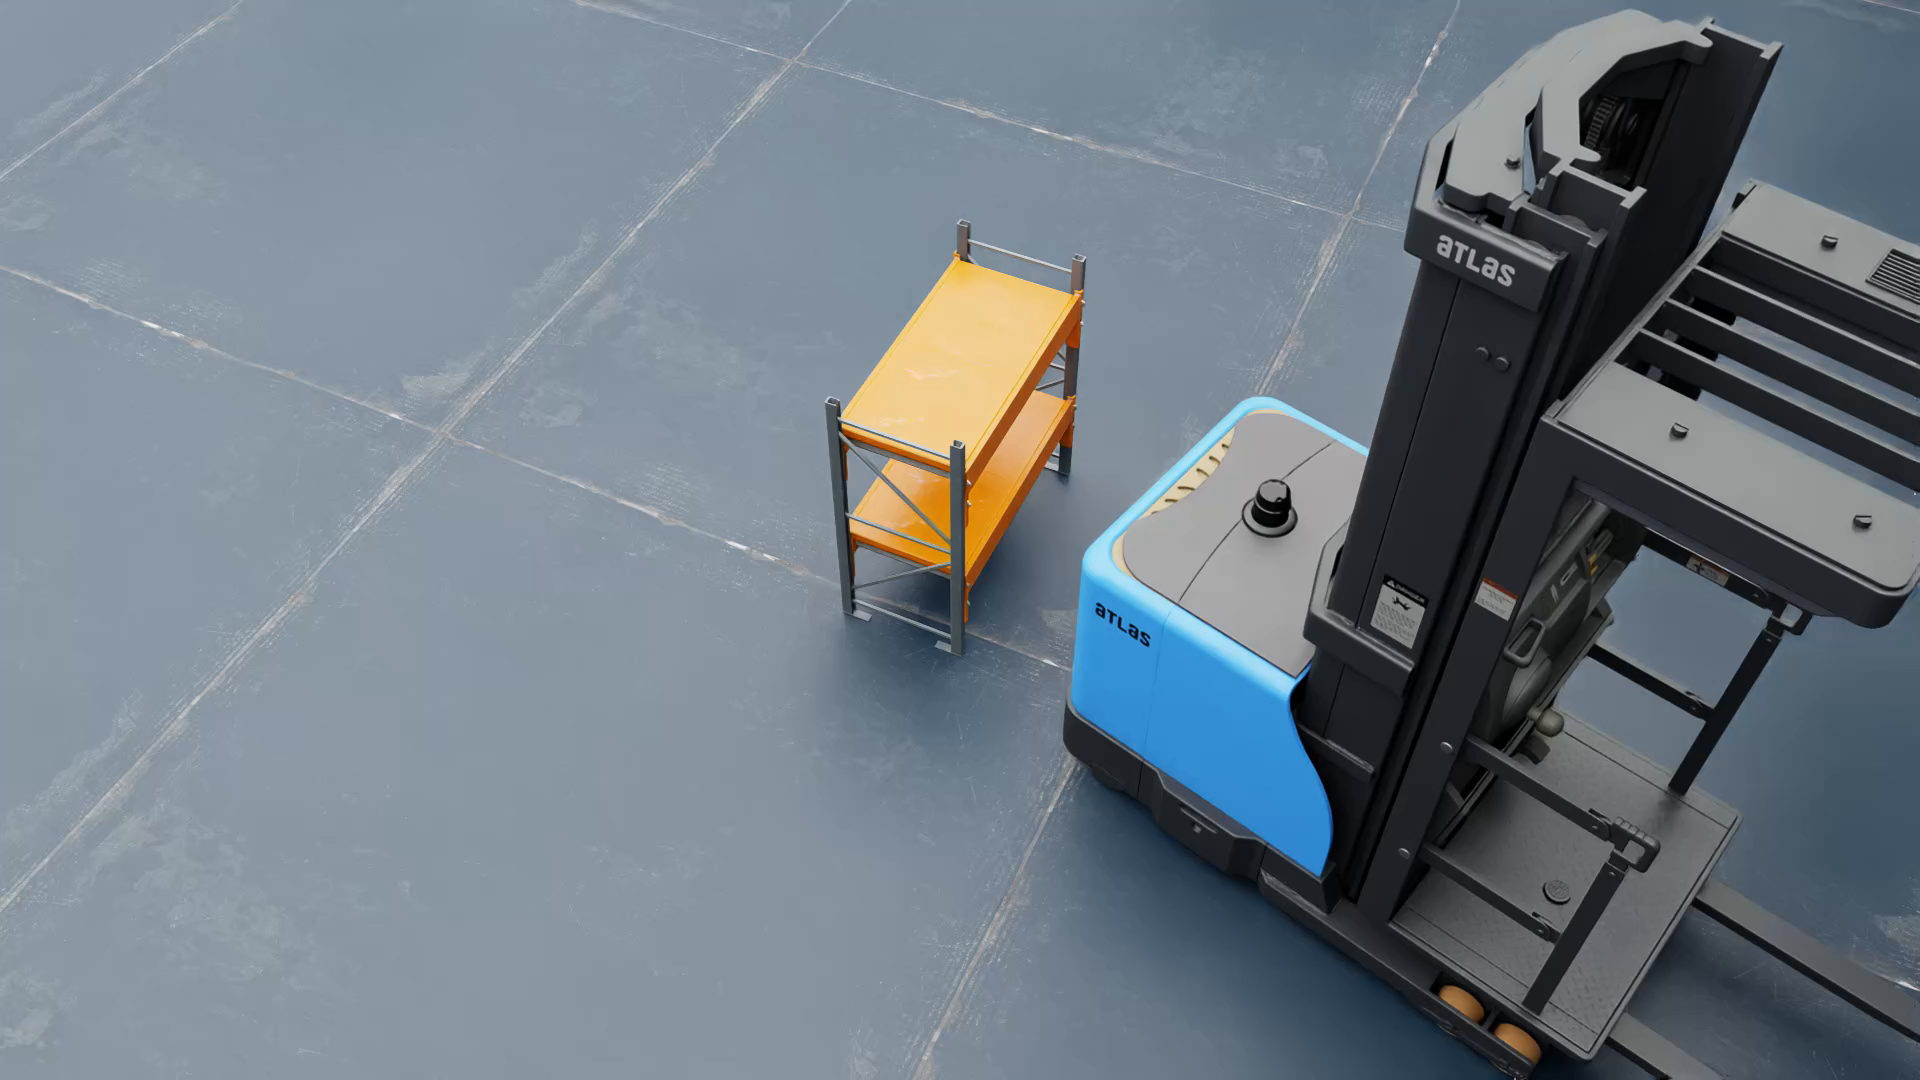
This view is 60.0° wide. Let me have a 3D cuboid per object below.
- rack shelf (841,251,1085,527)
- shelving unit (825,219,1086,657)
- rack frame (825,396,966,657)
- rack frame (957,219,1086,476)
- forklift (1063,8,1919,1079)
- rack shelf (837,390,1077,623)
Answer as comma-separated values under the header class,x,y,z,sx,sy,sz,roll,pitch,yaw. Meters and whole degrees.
class,x,y,z,sx,sy,sz,roll,pitch,yaw
rack shelf,0.003,-0.559,5.918,0.538,0.278,1.000,20,52,16
shelving unit,0.003,-0.369,6.141,0.538,1.125,1.048,20,52,16
rack frame,-0.214,-0.019,5.843,0.500,1.125,0.032,20,52,16
rack frame,0.220,-0.719,6.439,0.500,1.125,0.032,20,52,16
forklift,1.812,0.245,4.432,3.031,2.935,1.130,33,57,25
rack shelf,0.003,-0.211,6.327,0.538,0.278,1.000,20,52,16
